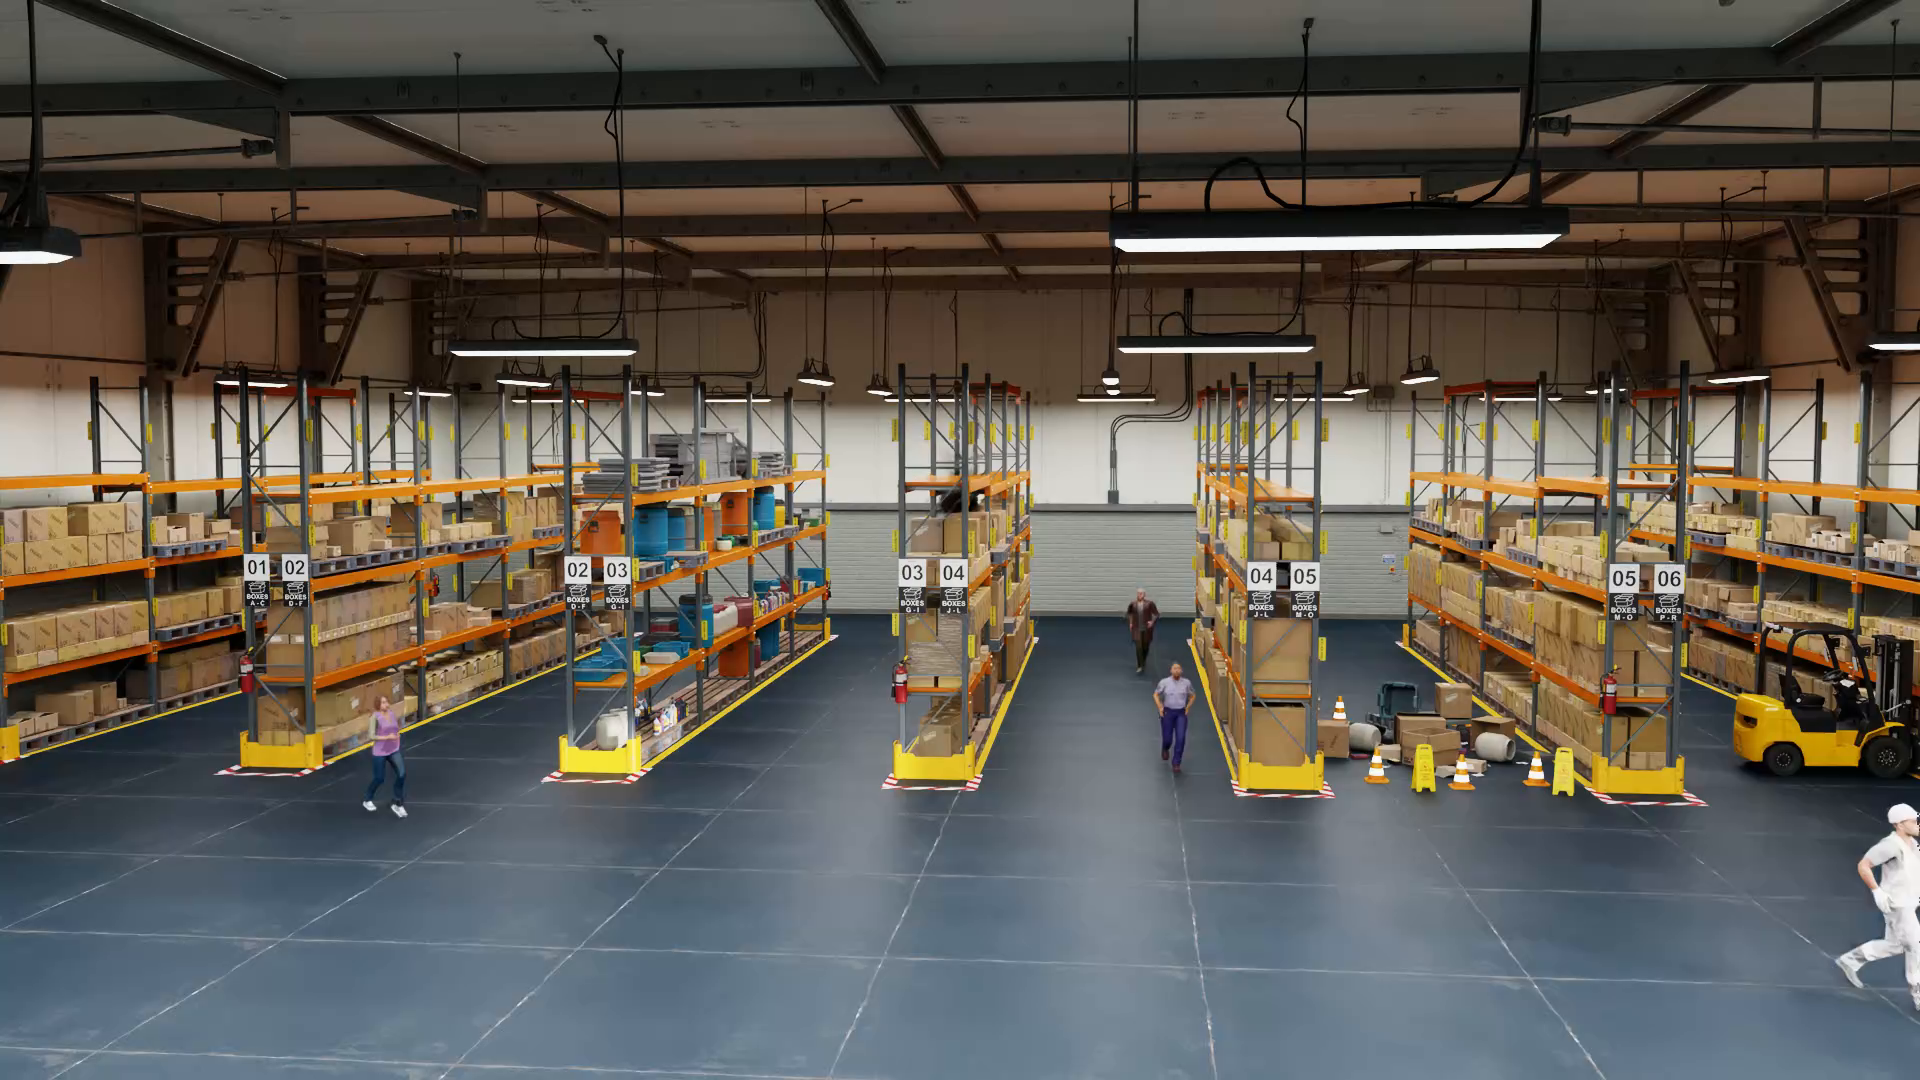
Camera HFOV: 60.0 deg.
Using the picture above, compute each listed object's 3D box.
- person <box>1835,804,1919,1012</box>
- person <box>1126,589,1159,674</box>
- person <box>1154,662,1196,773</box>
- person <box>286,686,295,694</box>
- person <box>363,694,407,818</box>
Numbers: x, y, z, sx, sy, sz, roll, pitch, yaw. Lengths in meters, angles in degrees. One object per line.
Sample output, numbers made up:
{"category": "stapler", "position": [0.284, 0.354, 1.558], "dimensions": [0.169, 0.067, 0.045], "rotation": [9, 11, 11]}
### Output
{"category": "person", "position": [8.115, 3.158, 14.414], "dimensions": [0.658, 1.768, 0.978], "rotation": [-4, 5, -45]}
{"category": "person", "position": [3.826, 1.939, 34.958], "dimensions": [0.708, 1.679, 0.746], "rotation": [1, 4, 12]}
{"category": "person", "position": [3.204, 2.620, 24.762], "dimensions": [0.627, 1.596, 0.651], "rotation": [0, 4, 0]}
{"category": "person", "position": [-11.519, 2.310, 29.020], "dimensions": [0.660, 1.694, 0.703], "rotation": [1, 4, 8]}
{"category": "person", "position": [-7.530, 2.817, 21.779], "dimensions": [0.734, 1.622, 0.543], "rotation": [3, 5, 36]}
